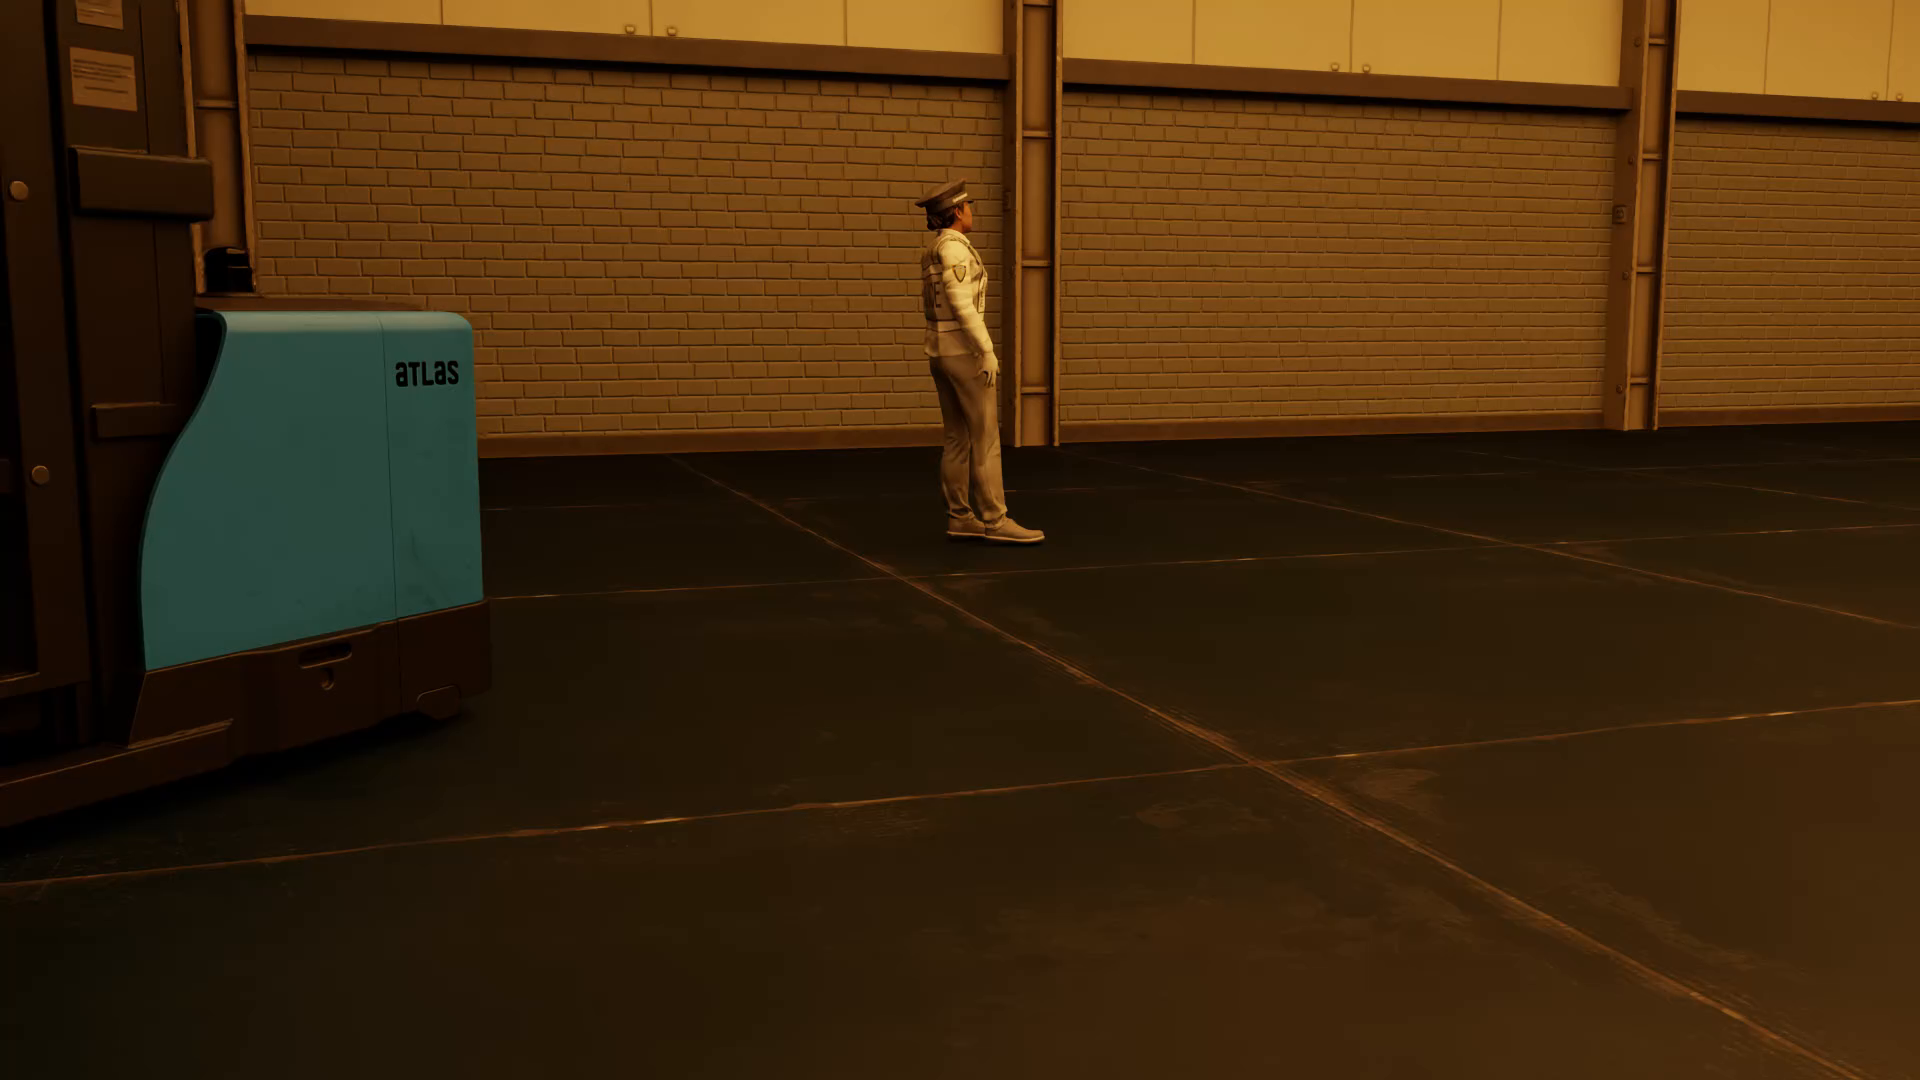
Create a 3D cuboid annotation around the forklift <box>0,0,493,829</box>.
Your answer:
[{"bbox_3d":[-2.404,-0.843,3.242,1.130,2.935,3.031,4,9,28],"label":"forklift"}]

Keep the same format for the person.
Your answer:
[{"bbox_3d":[0.068,-0.849,7.824,0.530,1.694,0.586,-3,8,-18],"label":"person"}]
